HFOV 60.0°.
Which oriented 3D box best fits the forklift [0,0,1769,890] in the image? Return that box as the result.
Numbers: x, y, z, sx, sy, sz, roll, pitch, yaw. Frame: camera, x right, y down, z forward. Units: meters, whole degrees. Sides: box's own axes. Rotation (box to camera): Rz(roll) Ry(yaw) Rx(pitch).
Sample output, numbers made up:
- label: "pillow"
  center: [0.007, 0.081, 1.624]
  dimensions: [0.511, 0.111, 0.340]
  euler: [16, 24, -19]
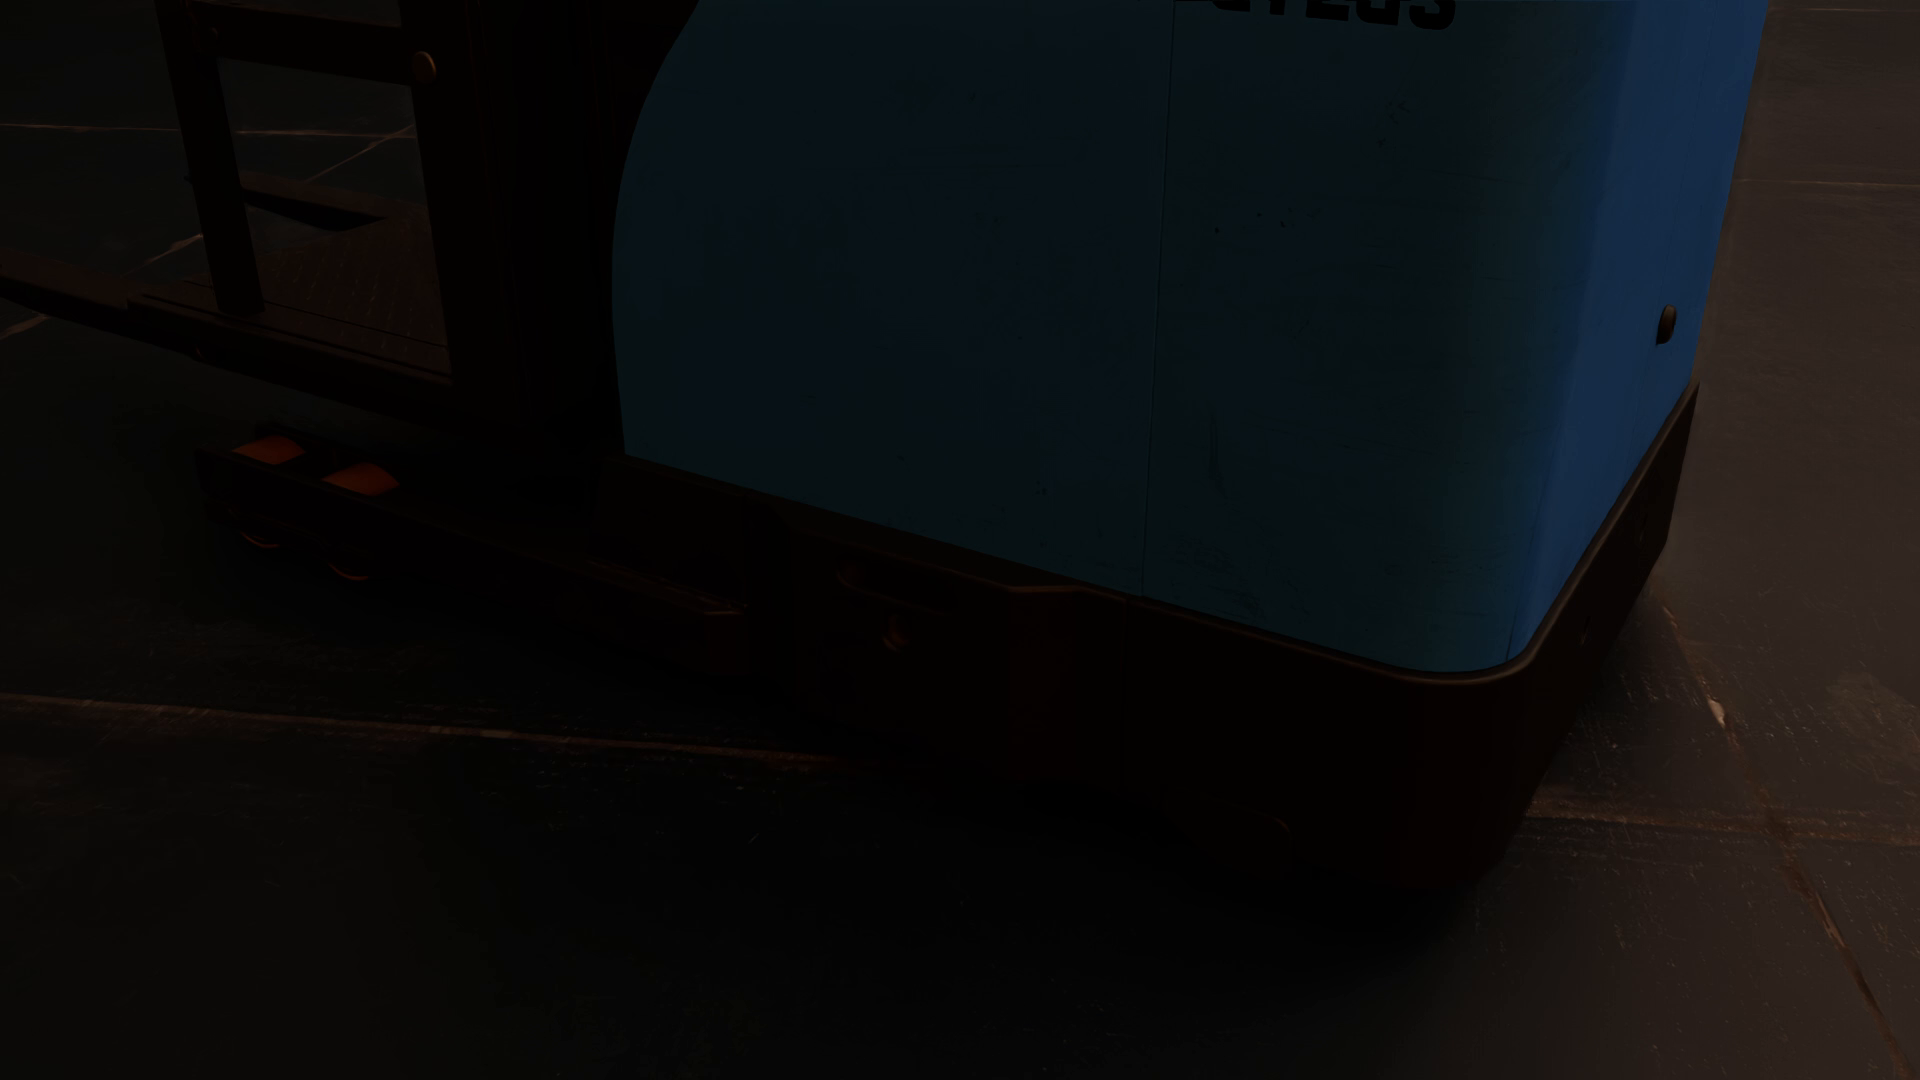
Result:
- label: "forklift"
  center: [-0.524, -1.436, 2.096]
  dimensions: [3.031, 2.935, 1.130]
  euler: [15, 30, 28]
